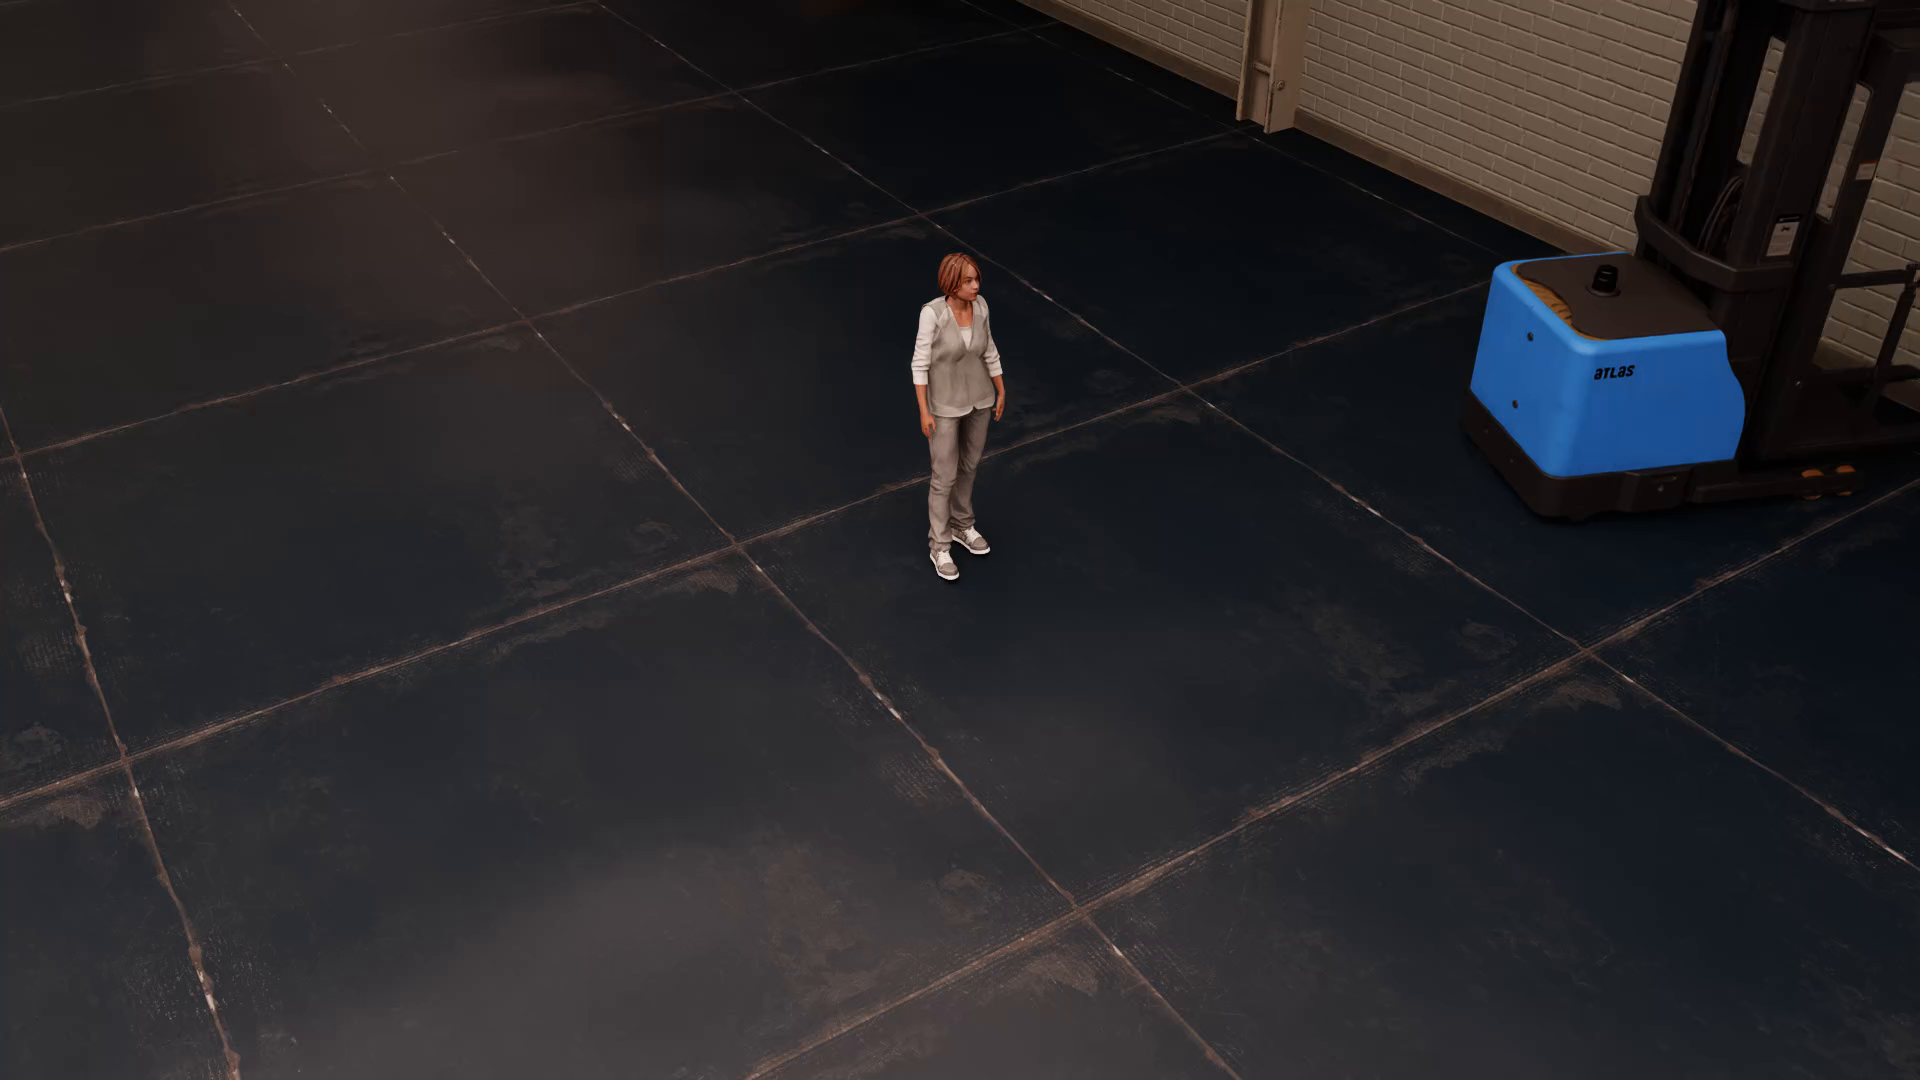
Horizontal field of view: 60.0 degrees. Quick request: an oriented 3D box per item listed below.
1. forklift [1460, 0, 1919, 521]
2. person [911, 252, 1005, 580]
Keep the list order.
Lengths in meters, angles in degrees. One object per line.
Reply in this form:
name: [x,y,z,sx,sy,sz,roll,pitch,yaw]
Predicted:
forklift: [4.427,-1.710,8.581,3.031,2.935,1.130,-6,36,-9]
person: [0.029,-0.582,8.203,0.521,1.507,0.473,-21,40,-27]
